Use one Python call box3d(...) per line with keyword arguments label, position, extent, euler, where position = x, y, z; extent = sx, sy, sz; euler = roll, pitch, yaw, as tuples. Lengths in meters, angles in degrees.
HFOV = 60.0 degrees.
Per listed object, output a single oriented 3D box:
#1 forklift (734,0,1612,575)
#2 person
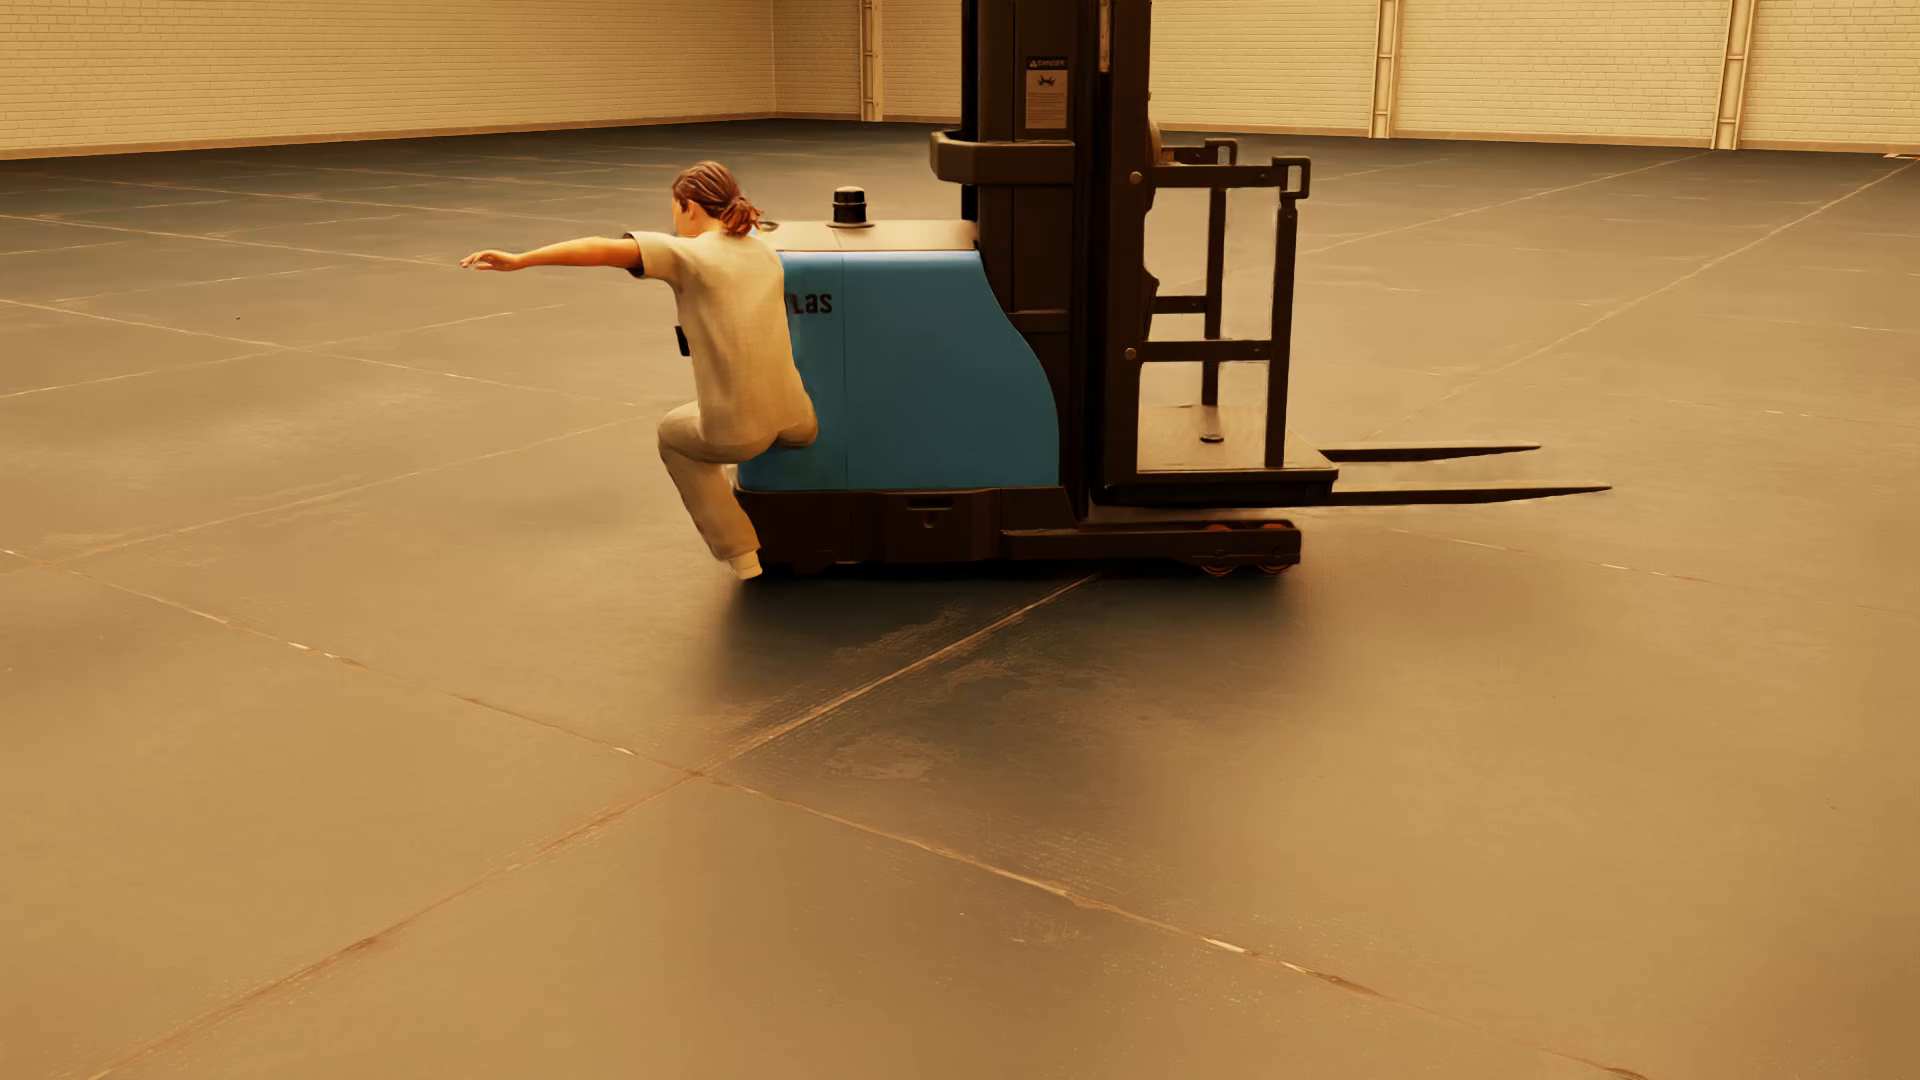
box3d(label="forklift", position=(0.737, -1.438, 5.641), extent=(3.031, 2.935, 1.130), euler=(-1, 17, -4))
box3d(label="person", position=(-0.815, -0.451, 5.092), extent=(1.455, 1.381, 0.700), euler=(-14, 21, -38))
